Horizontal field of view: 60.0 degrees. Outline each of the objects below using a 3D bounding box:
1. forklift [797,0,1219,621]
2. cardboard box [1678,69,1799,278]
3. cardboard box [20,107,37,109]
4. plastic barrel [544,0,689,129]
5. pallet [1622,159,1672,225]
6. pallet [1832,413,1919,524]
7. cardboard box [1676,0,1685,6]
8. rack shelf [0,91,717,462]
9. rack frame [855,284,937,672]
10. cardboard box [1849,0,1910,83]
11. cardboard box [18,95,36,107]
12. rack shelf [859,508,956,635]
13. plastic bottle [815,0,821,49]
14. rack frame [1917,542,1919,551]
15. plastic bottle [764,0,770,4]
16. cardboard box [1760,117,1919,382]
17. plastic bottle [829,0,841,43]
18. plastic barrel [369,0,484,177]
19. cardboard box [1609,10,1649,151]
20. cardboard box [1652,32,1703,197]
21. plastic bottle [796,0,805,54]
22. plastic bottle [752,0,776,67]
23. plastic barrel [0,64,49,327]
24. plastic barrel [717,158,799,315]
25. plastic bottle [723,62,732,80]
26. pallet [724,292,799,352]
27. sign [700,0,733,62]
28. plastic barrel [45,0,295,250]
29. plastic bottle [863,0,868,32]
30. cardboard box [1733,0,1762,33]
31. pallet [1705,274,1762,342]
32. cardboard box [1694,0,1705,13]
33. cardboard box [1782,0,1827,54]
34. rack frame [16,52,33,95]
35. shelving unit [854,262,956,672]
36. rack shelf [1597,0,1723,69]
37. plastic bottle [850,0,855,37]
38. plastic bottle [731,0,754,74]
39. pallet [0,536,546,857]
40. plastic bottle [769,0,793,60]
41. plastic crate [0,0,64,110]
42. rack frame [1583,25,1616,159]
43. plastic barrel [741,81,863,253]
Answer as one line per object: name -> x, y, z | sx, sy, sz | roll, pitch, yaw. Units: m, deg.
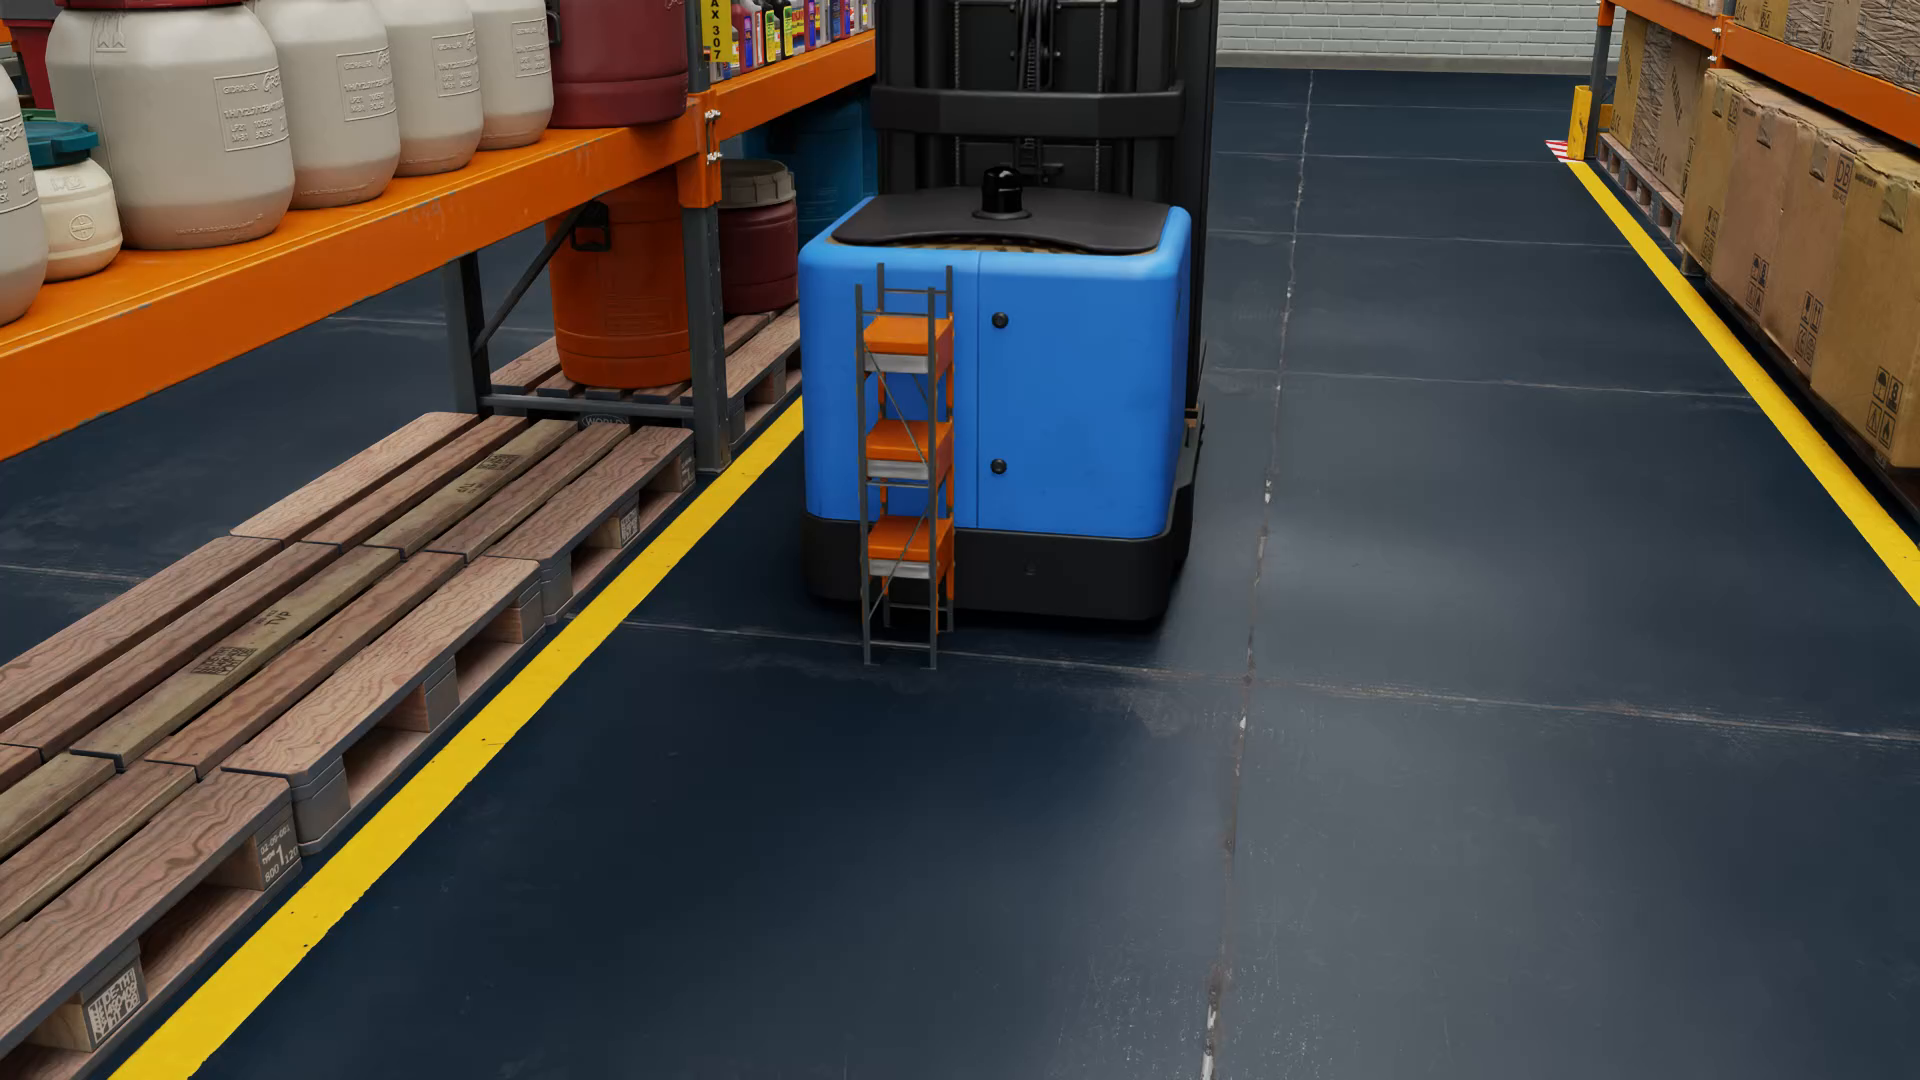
forklift -> 0.314, -1.653, 5.535 | 1.130, 2.935, 3.031 | 4, 22, 9
cardboard box -> 4.224, -1.739, 7.938 | 1.225, 0.875, 0.875 | 5, 22, 11
cardboard box -> -5.292, -2.184, 9.518 | 0.500, 0.500, 0.500 | 5, 22, 11
plastic barrel -> -1.128, -1.550, 5.005 | 0.600, 0.536, 0.708 | 4, 22, 11
pallet -> 4.813, -2.191, 10.512 | 1.003, 0.211, 1.213 | 4, 22, 11
pallet -> 3.753, -0.291, 5.795 | 1.003, 0.211, 1.213 | 4, 22, 11
cardboard box -> 4.234, -3.067, 9.291 | 0.380, 0.149, 0.250 | 5, 22, 12
rack shelf -> -1.738, -0.615, 3.828 | 1.077, 0.370, 4.000 | 4, 22, 11
rack frame -> -0.161, -0.141, 4.297 | 0.200, 1.050, 0.008 | 4, 22, 9
cardboard box -> 3.587, -1.920, 5.972 | 0.500, 0.500, 0.500 | 4, 22, 9
cardboard box -> -5.700, -2.408, 10.074 | 0.500, 0.500, 0.500 | 3, 22, 8
rack shelf -> -0.139, 0.082, 4.517 | 0.215, 0.259, 0.240 | 4, 22, 9
plastic bottle -> -0.639, -2.217, 7.014 | 0.097, 0.271, 0.097 | 0, 22, 0
rack frame -> 3.519, -1.302, 4.572 | 1.000, 3.000, 0.127 | 4, 22, 11
plastic bottle -> -0.782, -2.318, 7.161 | 0.144, 0.351, 0.185 | 4, 22, 11
cardboard box -> 3.869, -1.088, 6.321 | 1.225, 0.875, 0.875 | 5, 22, 11
plastic bottle -> -0.606, -2.356, 7.254 | 0.144, 0.351, 0.185 | 4, 22, 11
plastic barrel -> -1.417, -1.185, 4.132 | 0.421, 0.512, 0.421 | 0, 22, 0
cardboard box -> 5.099, -3.197, 11.559 | 0.875, 0.875, 0.875 | 4, 22, 11
cardboard box -> 4.731, -2.539, 9.924 | 0.875, 0.875, 0.875 | 4, 22, 11
plastic bottle -> -0.686, -2.132, 6.805 | 0.097, 0.271, 0.097 | 0, 22, 0
plastic bottle -> -0.759, -1.974, 6.396 | 0.061, 0.283, 0.133 | 4, 22, 11
plastic barrel -> -1.736, -0.613, 2.679 | 0.433, 0.535, 0.433 | 0, 22, 0
plastic barrel -> -1.017, -1.349, 7.355 | 0.600, 0.588, 0.708 | 4, 22, 11
plastic bottle -> -0.875, -1.794, 5.965 | 0.097, 0.271, 0.097 | 0, 22, 0
pallet -> -0.959, -1.123, 7.859 | 1.003, 0.211, 1.213 | 4, 22, 11
sign -> -0.790, -1.716, 5.381 | 0.100, 0.325, 0.005 | 4, 22, 11
plastic barrel -> -1.587, -0.882, 3.345 | 0.433, 0.535, 0.433 | 0, 22, 0
plastic bottle -> -0.480, -2.470, 7.738 | 0.097, 0.201, 0.097 | 0, 22, 0
cardboard box -> 3.996, -2.662, 7.815 | 0.500, 0.500, 0.500 | 5, 22, 11
pallet -> 4.251, -1.184, 8.010 | 1.003, 0.211, 1.213 | 4, 22, 11
cardboard box -> 4.129, -2.880, 8.825 | 0.380, 0.149, 0.250 | 5, 22, 12
cardboard box -> 3.792, -2.296, 6.904 | 0.500, 0.500, 0.500 | 4, 22, 10
rack frame -> -5.362, -3.522, 10.083 | 1.000, 3.000, 0.127 | 4, 22, 11
shelving unit -> -0.139, -0.186, 4.409 | 0.215, 1.050, 0.252 | 4, 22, 9
rack shelf -> 4.743, -3.163, 10.155 | 1.077, 0.370, 4.000 | 4, 22, 11
plastic bottle -> -0.527, -2.385, 7.527 | 0.097, 0.201, 0.097 | 0, 22, 0
plastic bottle -> -0.814, -1.876, 6.153 | 0.061, 0.283, 0.133 | 4, 22, 11
pallet -> -1.777, 0.339, 4.230 | 1.003, 0.211, 1.213 | 4, 22, 11
plastic bottle -> -0.712, -2.059, 6.606 | 0.061, 0.283, 0.133 | 4, 22, 11
plastic crate -> -1.959, -1.142, 4.088 | 0.402, 0.464, 0.583 | 4, 22, 11
rack frame -> 5.151, -4.228, 11.837 | 1.000, 3.000, 0.127 | 4, 22, 11
plastic barrel -> -0.786, -1.908, 8.322 | 0.600, 0.901, 0.708 | 4, 22, 11
